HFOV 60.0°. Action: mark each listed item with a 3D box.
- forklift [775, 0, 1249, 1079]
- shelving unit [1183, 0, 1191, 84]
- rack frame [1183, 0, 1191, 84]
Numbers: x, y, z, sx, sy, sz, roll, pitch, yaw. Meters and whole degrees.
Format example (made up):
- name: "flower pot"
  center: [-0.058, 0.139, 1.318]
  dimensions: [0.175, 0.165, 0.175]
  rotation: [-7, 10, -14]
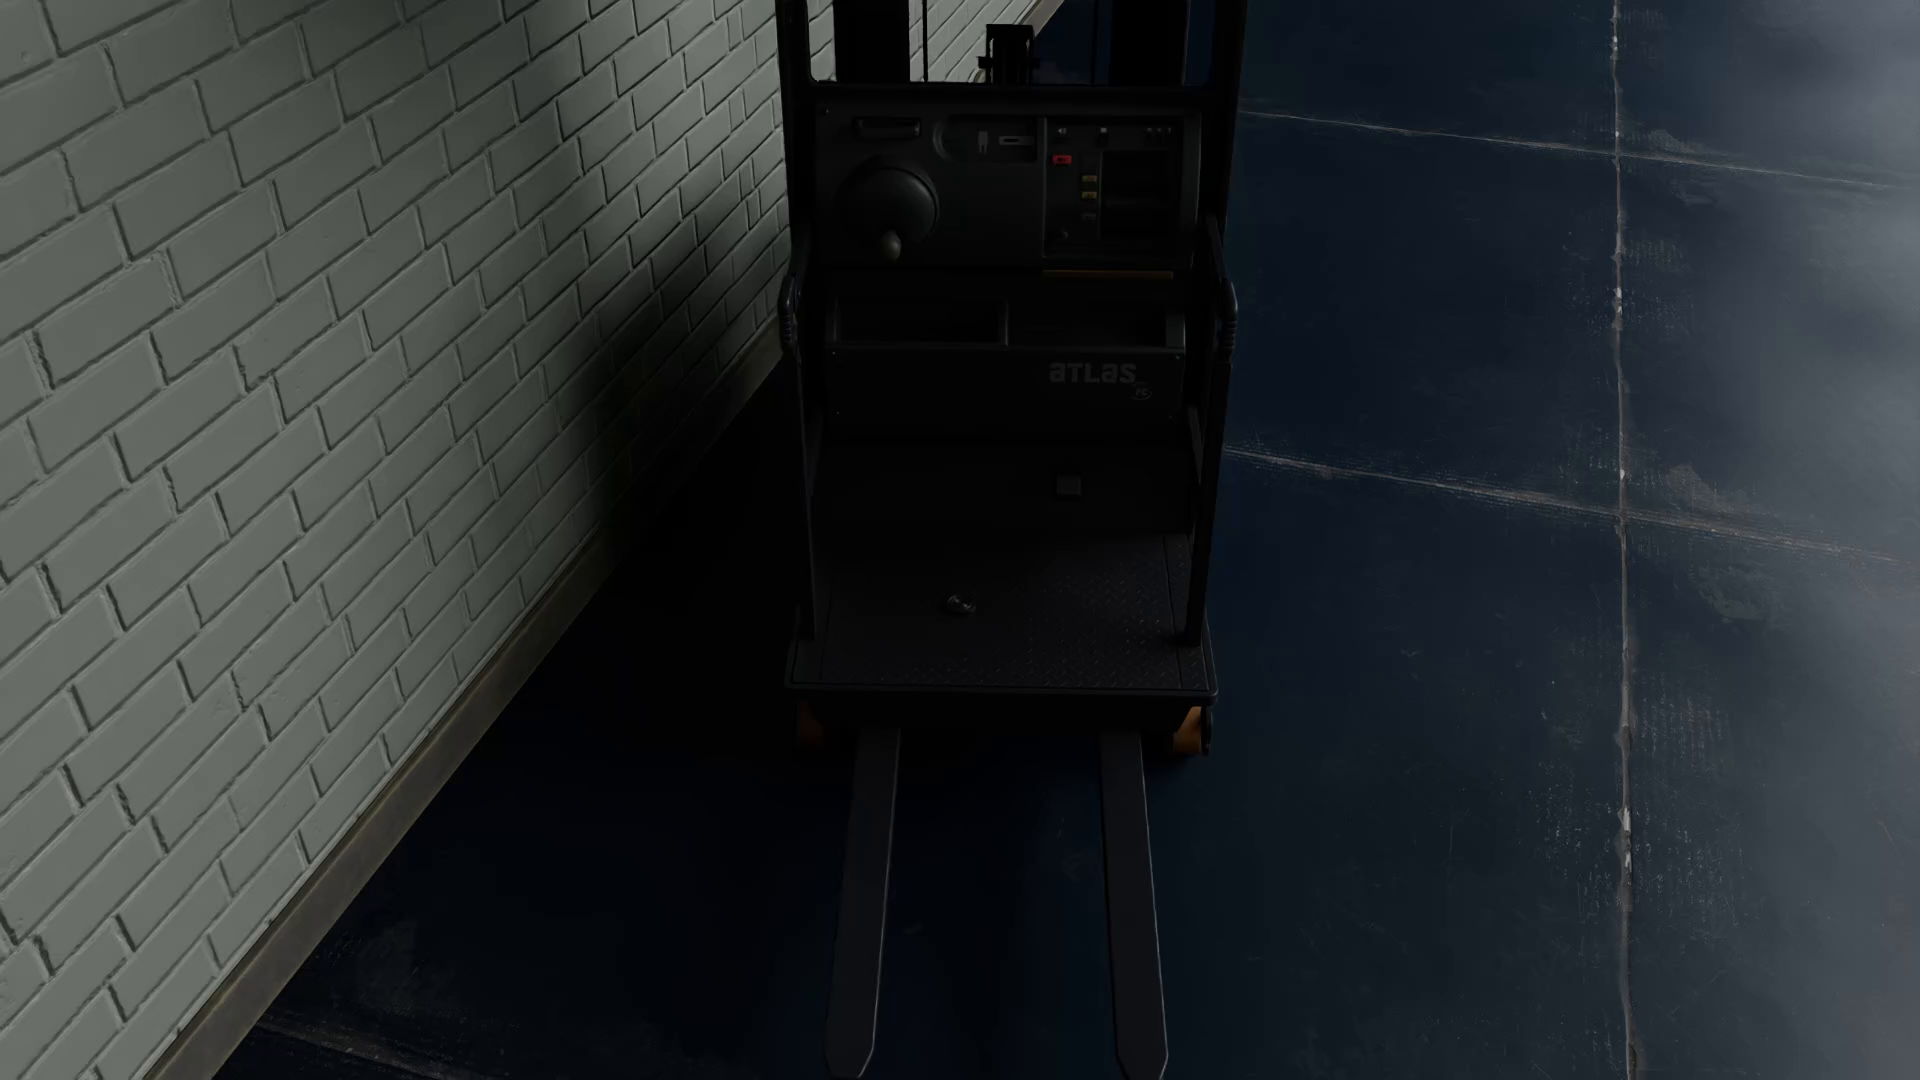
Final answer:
- name: "forklift"
  center: [0.111, -0.797, 3.860]
  dimensions: [1.130, 2.935, 3.031]
  rotation: [1, 36, 1]
- name: "shelving unit"
  center: [0.223, -1.319, 5.776]
  dimensions: [1.048, 1.500, 0.538]
  rotation: [4, 37, 6]
- name: "rack frame"
  center: [0.728, -1.281, 5.725]
  dimensions: [0.032, 1.500, 0.500]
  rotation: [4, 37, 6]
